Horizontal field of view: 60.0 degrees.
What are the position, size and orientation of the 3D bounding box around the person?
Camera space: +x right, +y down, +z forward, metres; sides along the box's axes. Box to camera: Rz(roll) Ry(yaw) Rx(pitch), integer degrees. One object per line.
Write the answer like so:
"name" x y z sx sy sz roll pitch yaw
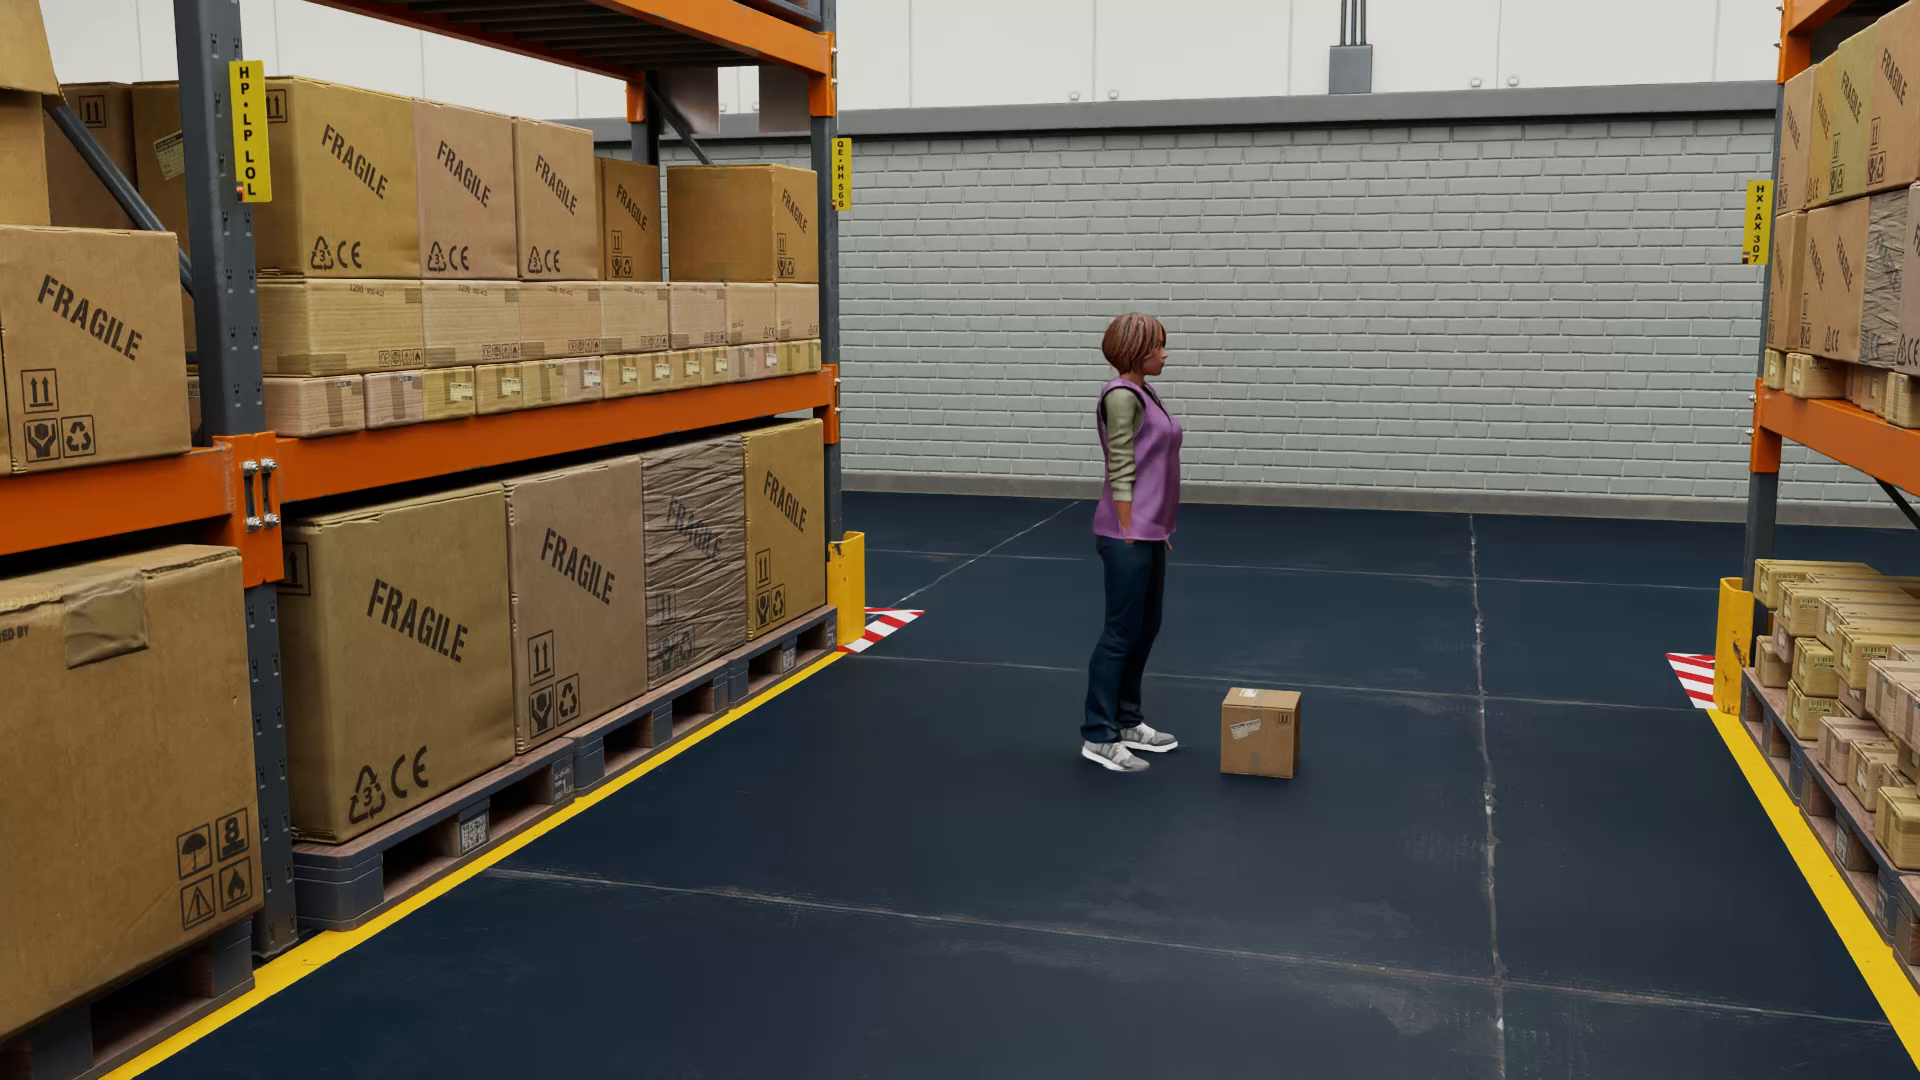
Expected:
"person" 0.616 0.005 5.931 0.324 1.624 0.423 3 9 17
